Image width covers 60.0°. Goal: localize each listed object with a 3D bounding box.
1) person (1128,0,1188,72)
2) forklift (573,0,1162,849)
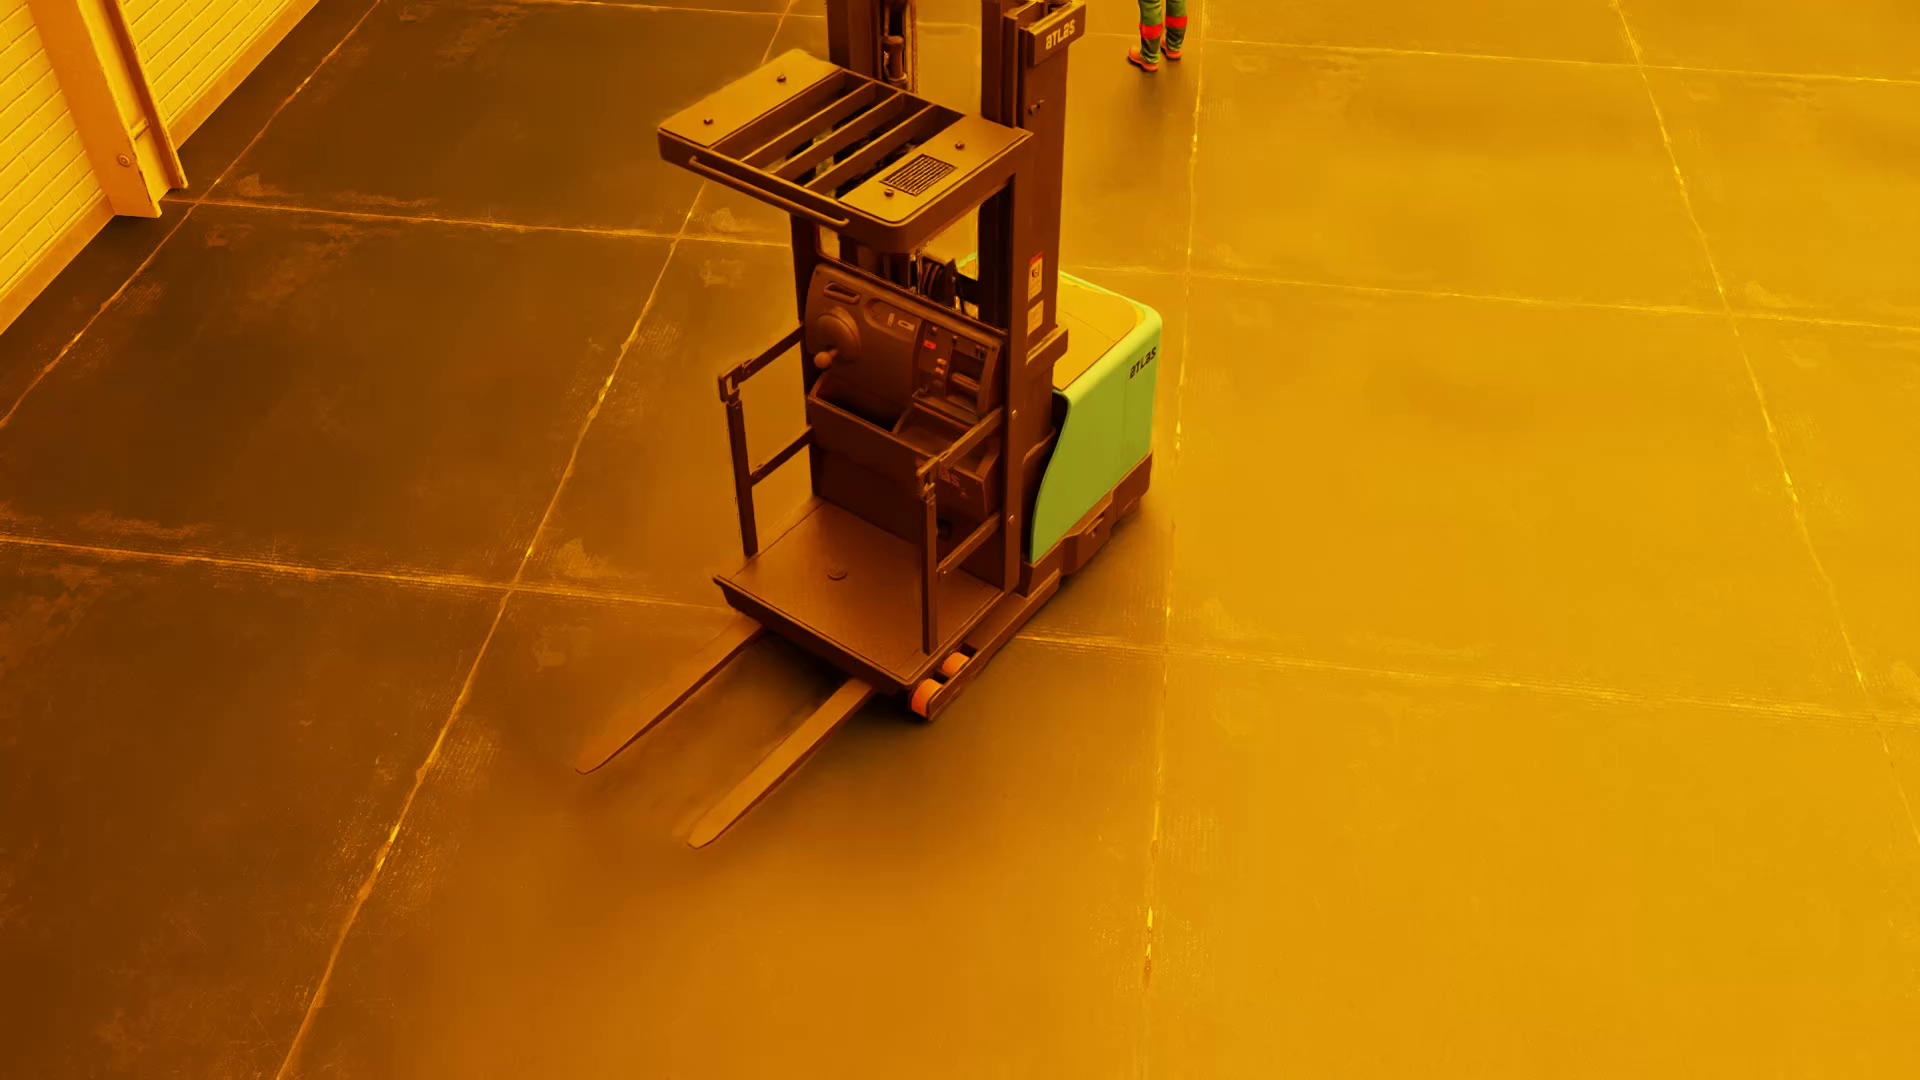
[{"bbox_3d":[1.294,-3.946,10.854,0.638,1.787,0.564,-13,44,-13],"label":"person"},{"bbox_3d":[-0.363,-0.702,6.489,1.130,2.935,3.031,27,49,26],"label":"forklift"}]
